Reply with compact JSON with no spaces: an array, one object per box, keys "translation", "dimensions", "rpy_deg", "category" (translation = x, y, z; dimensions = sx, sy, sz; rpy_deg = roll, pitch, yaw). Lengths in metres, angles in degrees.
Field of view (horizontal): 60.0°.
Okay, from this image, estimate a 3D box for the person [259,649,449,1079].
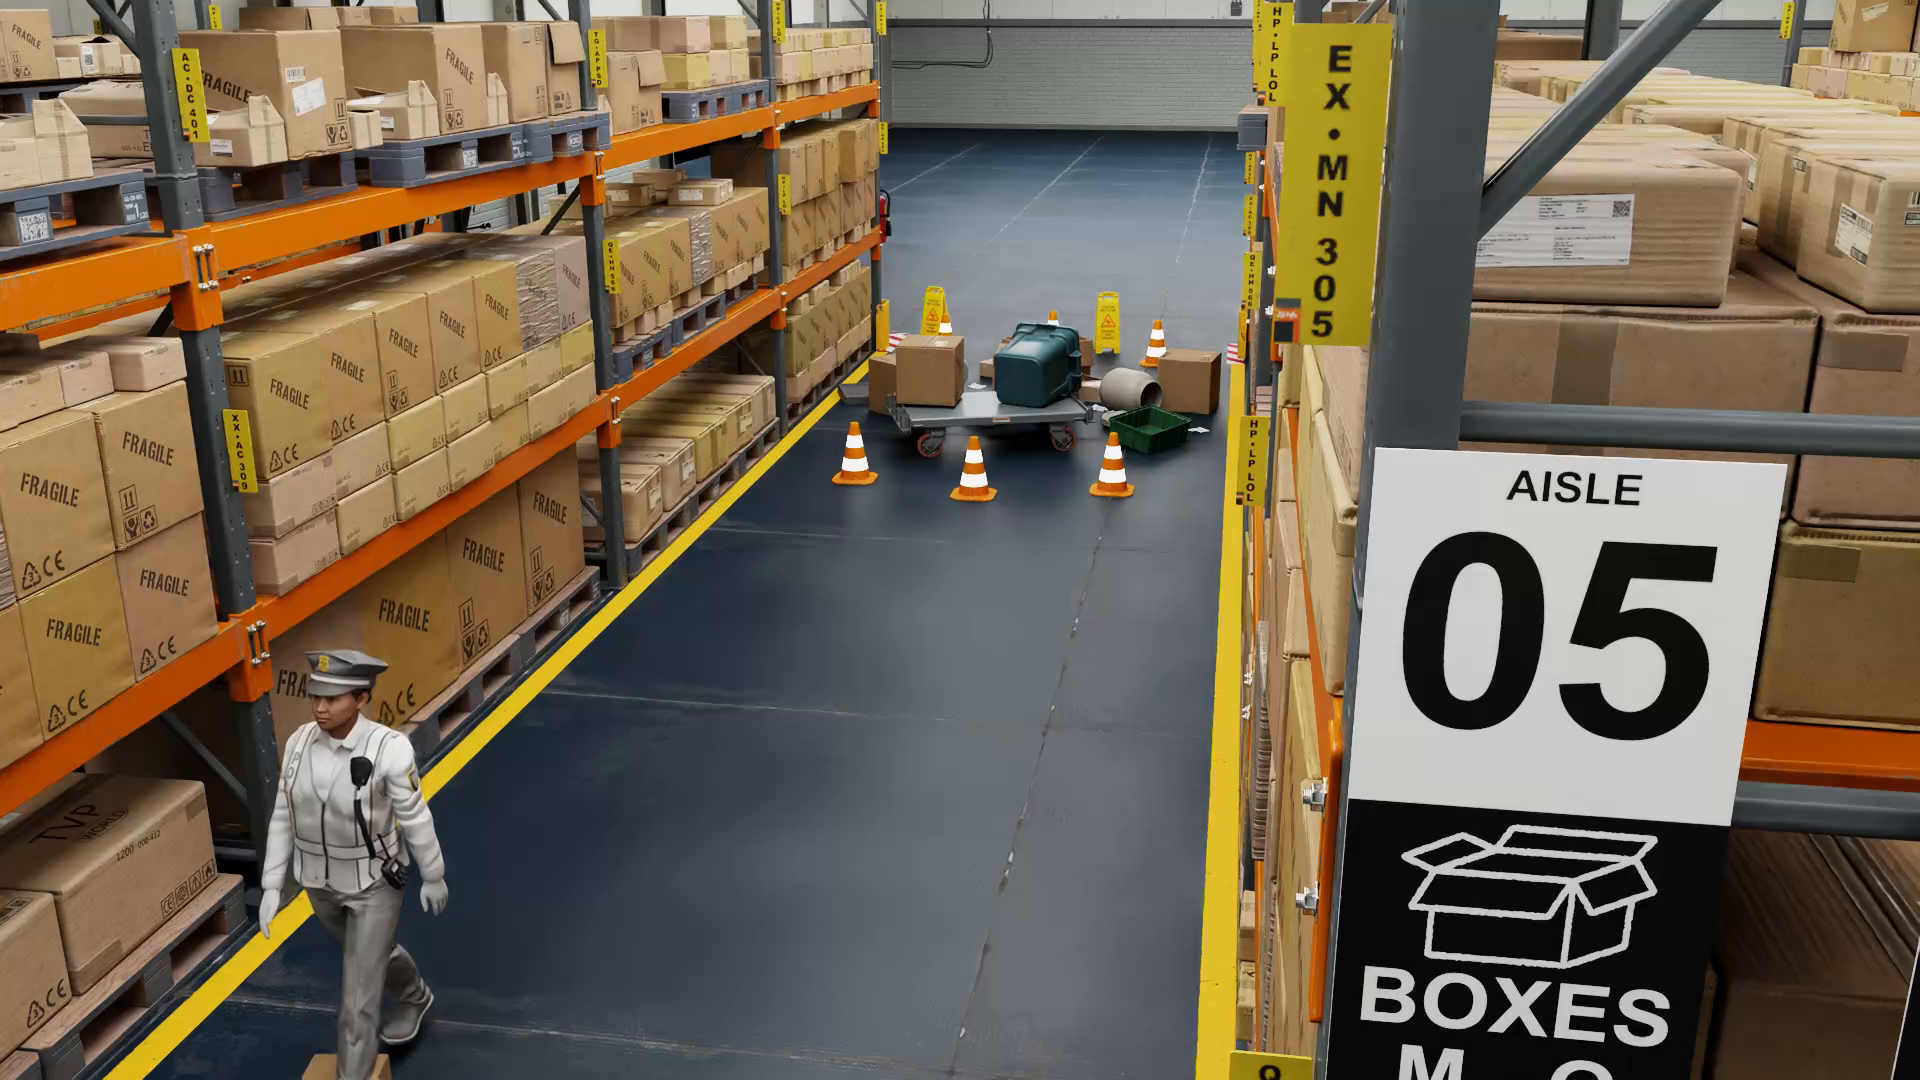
[{"translation":[-2.041,1.135,5.495],"dimensions":[0.523,1.628,1.003],"rpy_deg":[5,19,14],"category":"person"}]
